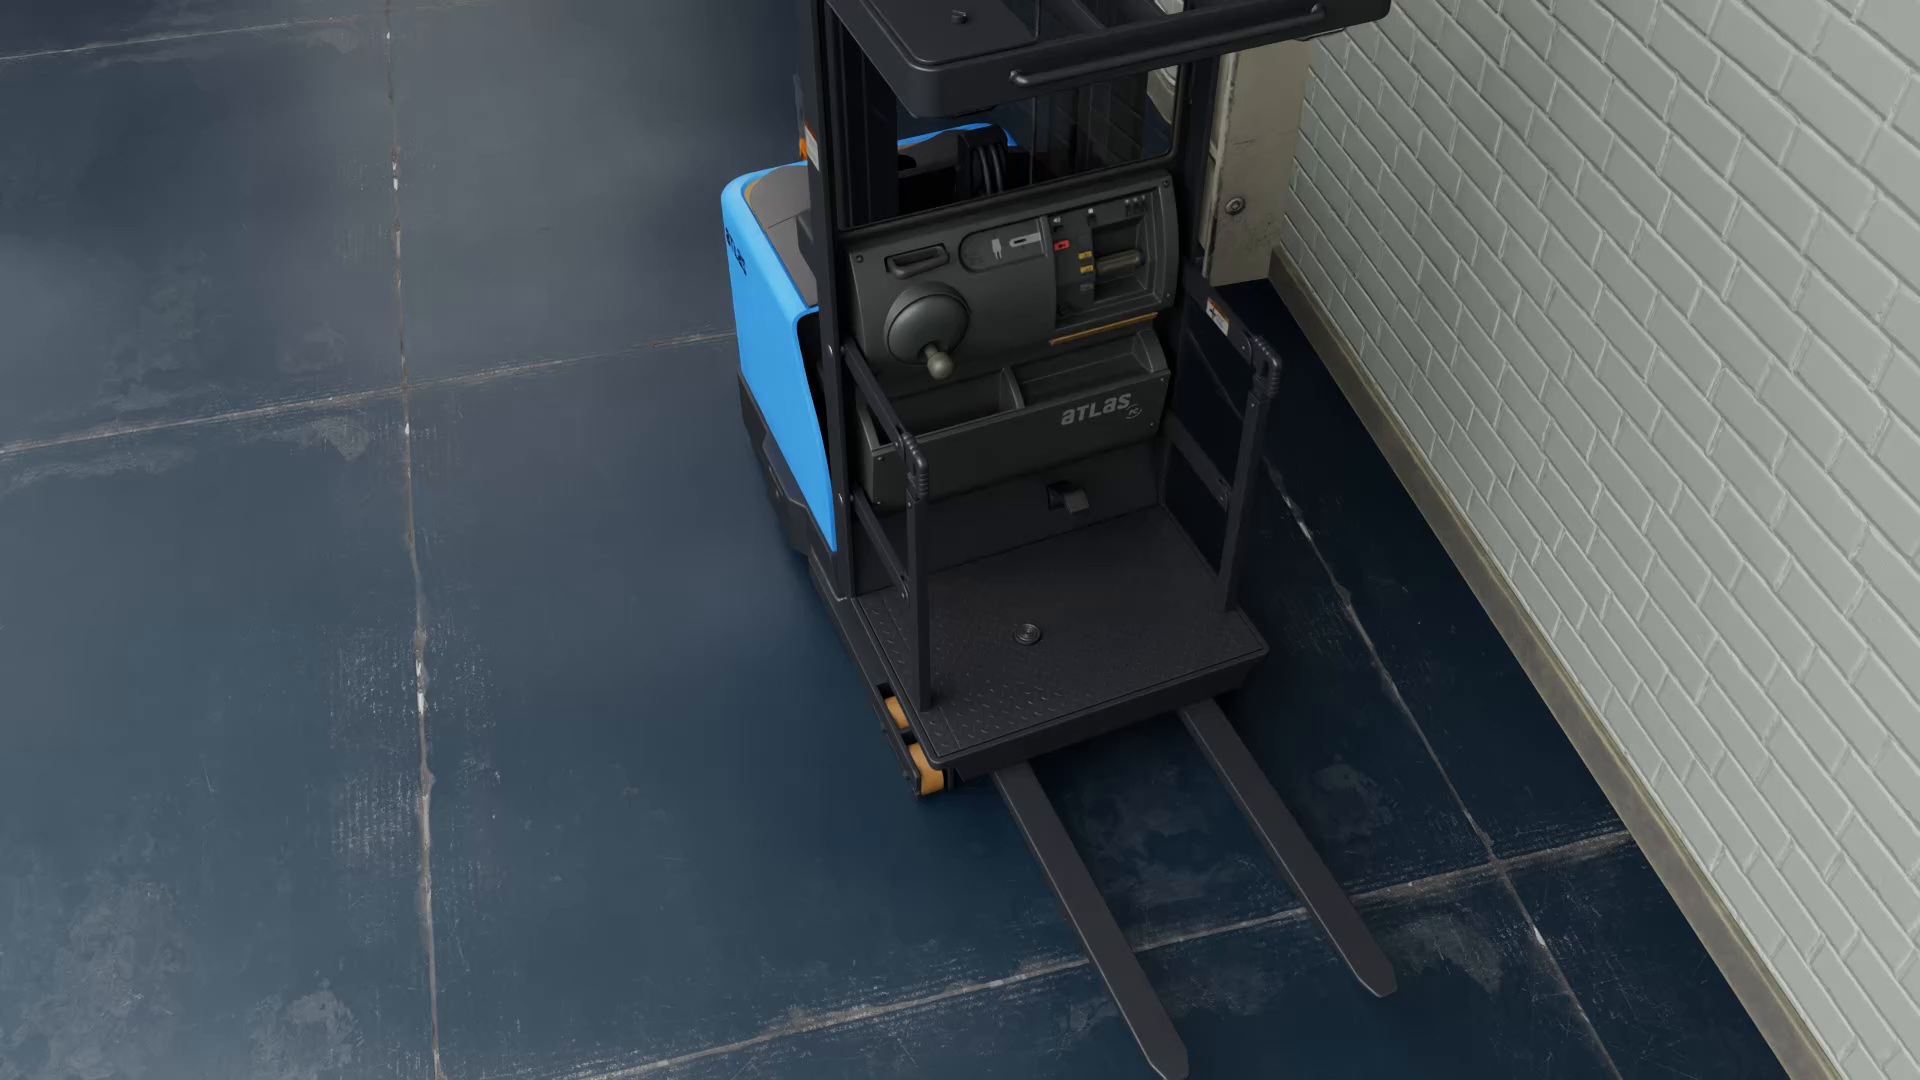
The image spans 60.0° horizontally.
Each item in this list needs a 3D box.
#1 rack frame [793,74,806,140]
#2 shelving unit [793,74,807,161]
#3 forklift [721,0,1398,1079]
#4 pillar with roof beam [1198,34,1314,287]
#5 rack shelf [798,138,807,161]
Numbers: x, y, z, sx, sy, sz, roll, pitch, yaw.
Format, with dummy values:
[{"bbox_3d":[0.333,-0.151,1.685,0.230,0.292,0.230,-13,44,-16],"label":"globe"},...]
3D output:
[{"bbox_3d":[-0.435,-1.154,6.042,0.240,1.200,0.006,-16,44,-15],"label":"rack frame"},{"bbox_3d":[-0.401,-1.098,5.979,0.258,1.200,0.189,-16,44,-15],"label":"shelving unit"},{"bbox_3d":[0.243,-0.611,4.297,1.130,2.935,3.031,-17,48,-16],"label":"forklift"},{"bbox_3d":[-3.067,-3.552,2.930,9.100,9.000,0.400,-11,47,-10],"label":"pillar with roof beam"},{"bbox_3d":[-0.409,-1.333,5.768,0.258,0.103,0.180,-16,44,-15],"label":"rack shelf"}]
